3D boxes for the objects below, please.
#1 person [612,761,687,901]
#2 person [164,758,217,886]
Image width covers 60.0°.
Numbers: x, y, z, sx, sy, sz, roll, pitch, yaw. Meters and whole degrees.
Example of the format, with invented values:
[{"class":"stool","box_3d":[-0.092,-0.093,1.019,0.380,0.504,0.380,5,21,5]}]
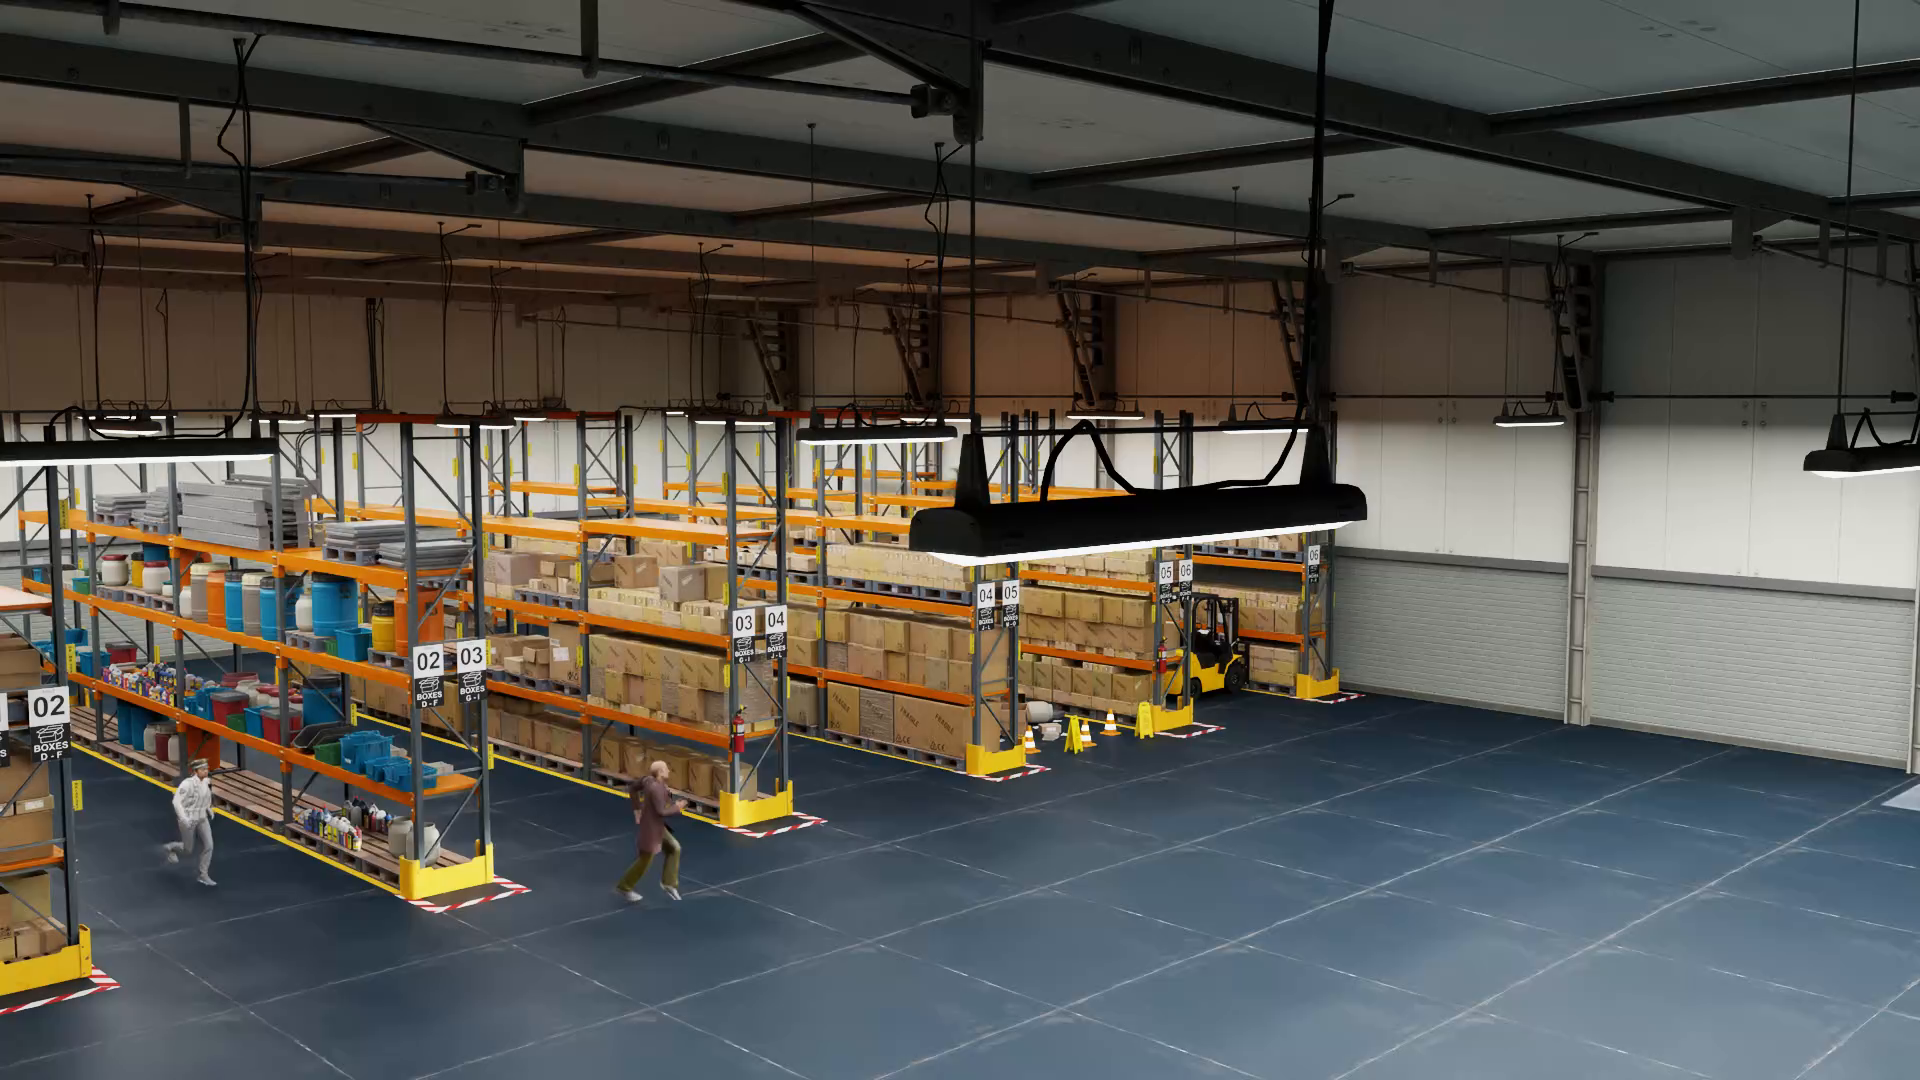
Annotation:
[{"class":"person","box_3d":[-3.871,3.656,20.730,0.932,1.825,0.745,-2,5,-17]},{"class":"person","box_3d":[-10.033,3.655,21.667,0.866,1.674,0.489,2,5,24]}]
